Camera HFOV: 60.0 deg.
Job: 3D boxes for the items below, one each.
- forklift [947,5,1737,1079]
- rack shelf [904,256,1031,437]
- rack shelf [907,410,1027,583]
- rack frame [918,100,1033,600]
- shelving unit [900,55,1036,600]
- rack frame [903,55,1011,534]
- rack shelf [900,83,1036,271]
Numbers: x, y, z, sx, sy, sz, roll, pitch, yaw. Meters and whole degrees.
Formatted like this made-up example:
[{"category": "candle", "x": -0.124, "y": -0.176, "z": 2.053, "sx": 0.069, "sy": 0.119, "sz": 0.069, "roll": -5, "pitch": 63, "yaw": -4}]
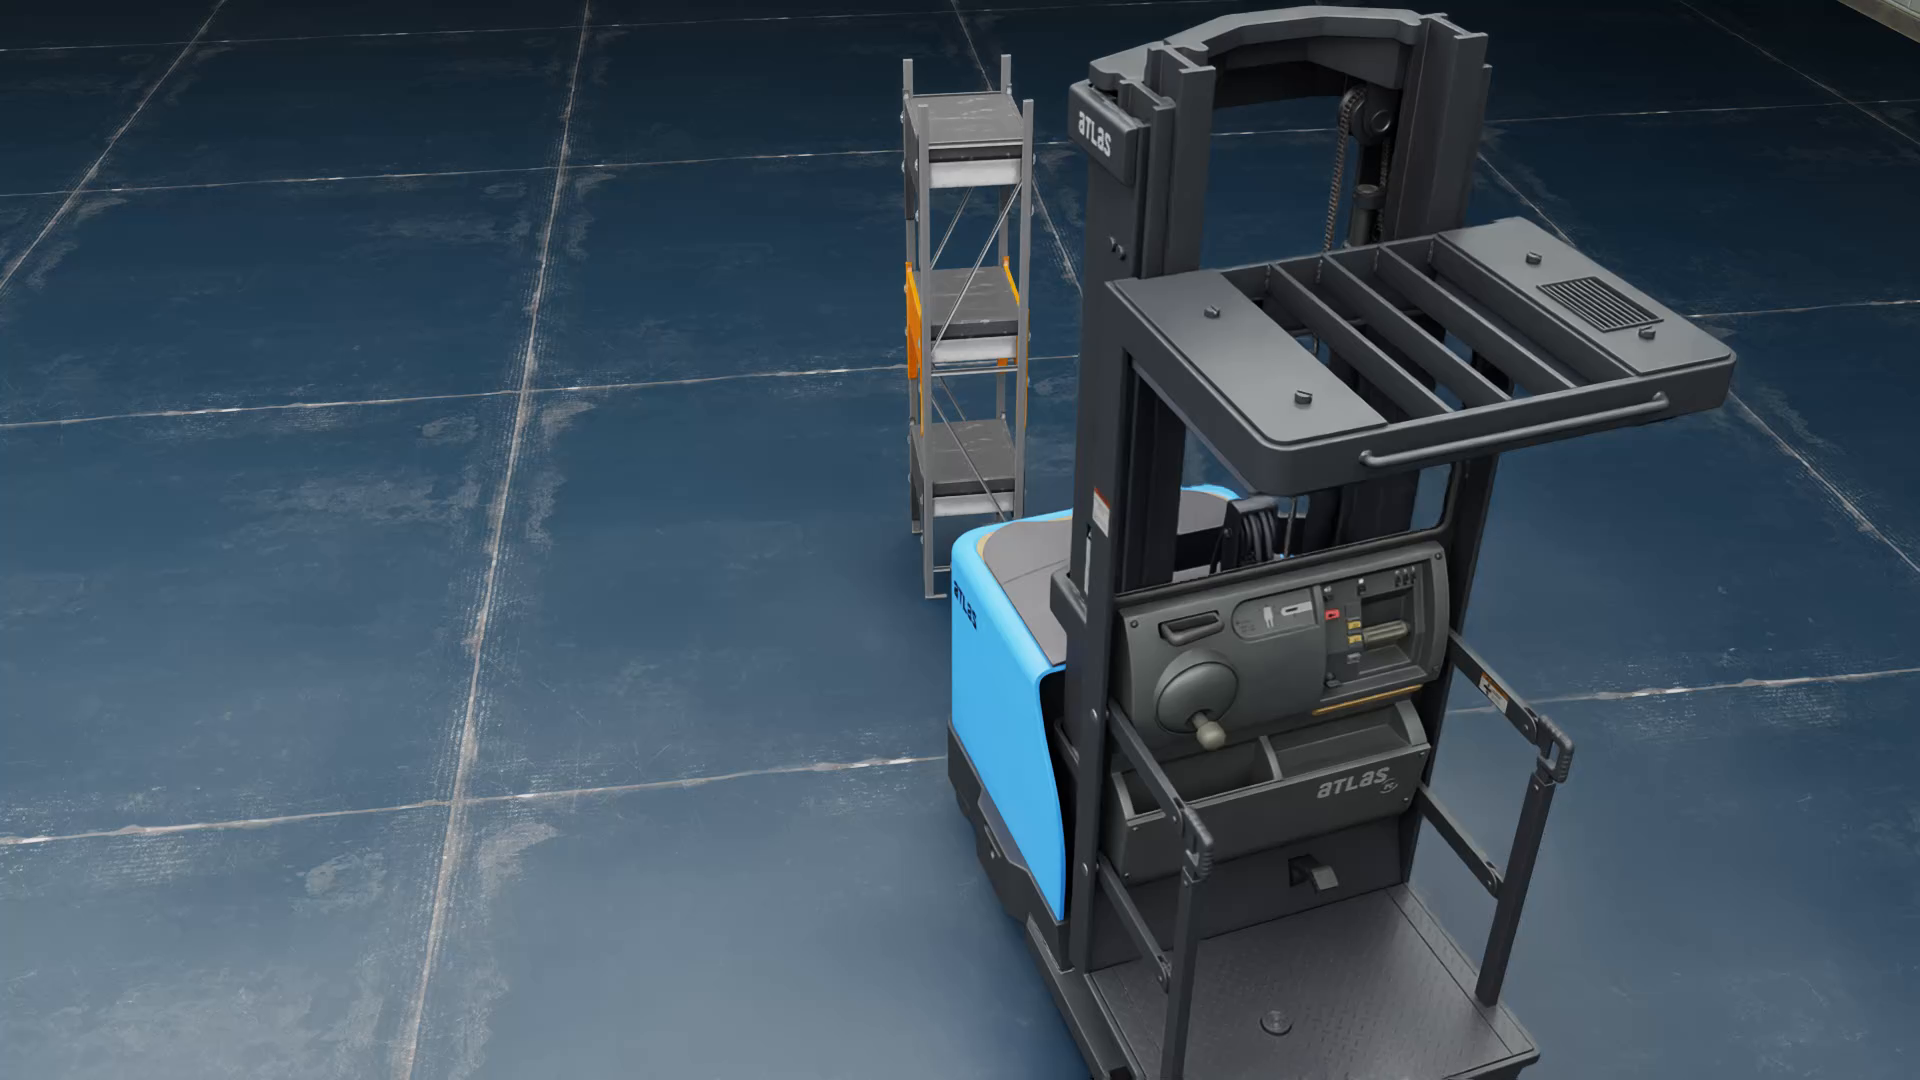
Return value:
[{"category": "forklift", "x": 0.931, "y": 0.339, "z": 4.150, "sx": 1.130, "sy": 2.935, "sz": 3.031, "roll": -11, "pitch": 36, "yaw": -16}, {"category": "rack shelf", "x": 0.022, "y": -0.764, "z": 6.531, "sx": 0.431, "sy": 0.518, "sz": 0.480, "roll": -4, "pitch": 35, "yaw": -6}, {"category": "rack shelf", "x": 0.022, "y": -0.186, "z": 6.925, "sx": 0.431, "sy": 0.518, "sz": 0.480, "roll": -4, "pitch": 35, "yaw": -6}, {"category": "rack frame", "x": 0.055, "y": -0.639, "z": 6.323, "sx": 0.400, "sy": 2.100, "sz": 0.015, "roll": -4, "pitch": 35, "yaw": -6}, {"category": "shelving unit", "x": 0.022, "y": -0.775, "z": 6.523, "sx": 0.431, "sy": 2.100, "sz": 0.503, "roll": -4, "pitch": 35, "yaw": -6}, {"category": "rack frame", "x": -0.011, "y": -0.911, "z": 6.723, "sx": 0.400, "sy": 2.100, "sz": 0.015, "roll": -4, "pitch": 35, "yaw": -6}, {"category": "rack shelf", "x": 0.022, "y": -1.342, "z": 6.137, "sx": 0.431, "sy": 0.518, "sz": 0.480, "roll": -4, "pitch": 35, "yaw": -6}]
